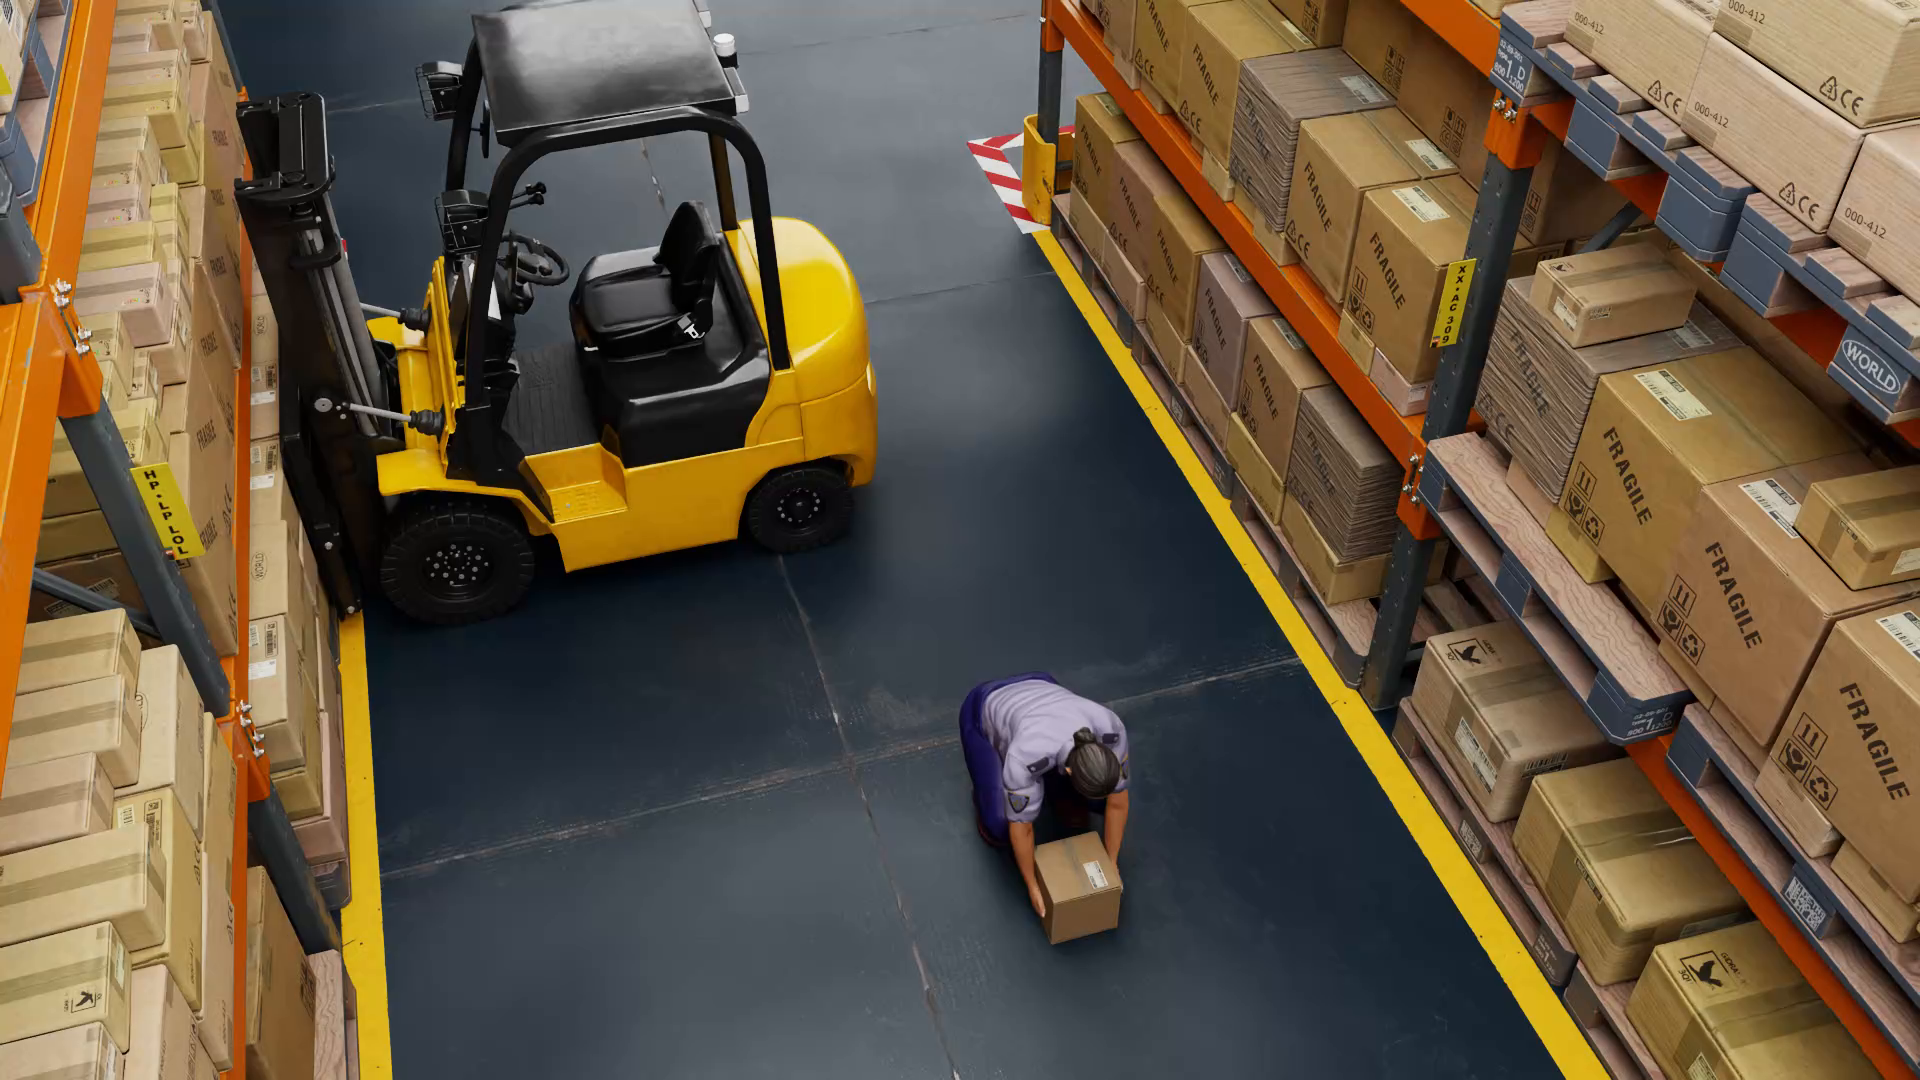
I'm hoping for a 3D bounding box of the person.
[{"bbox_3d":[0.303,0.801,5.917,0.527,0.822,0.821,-12,44,-13],"label":"person"}]
